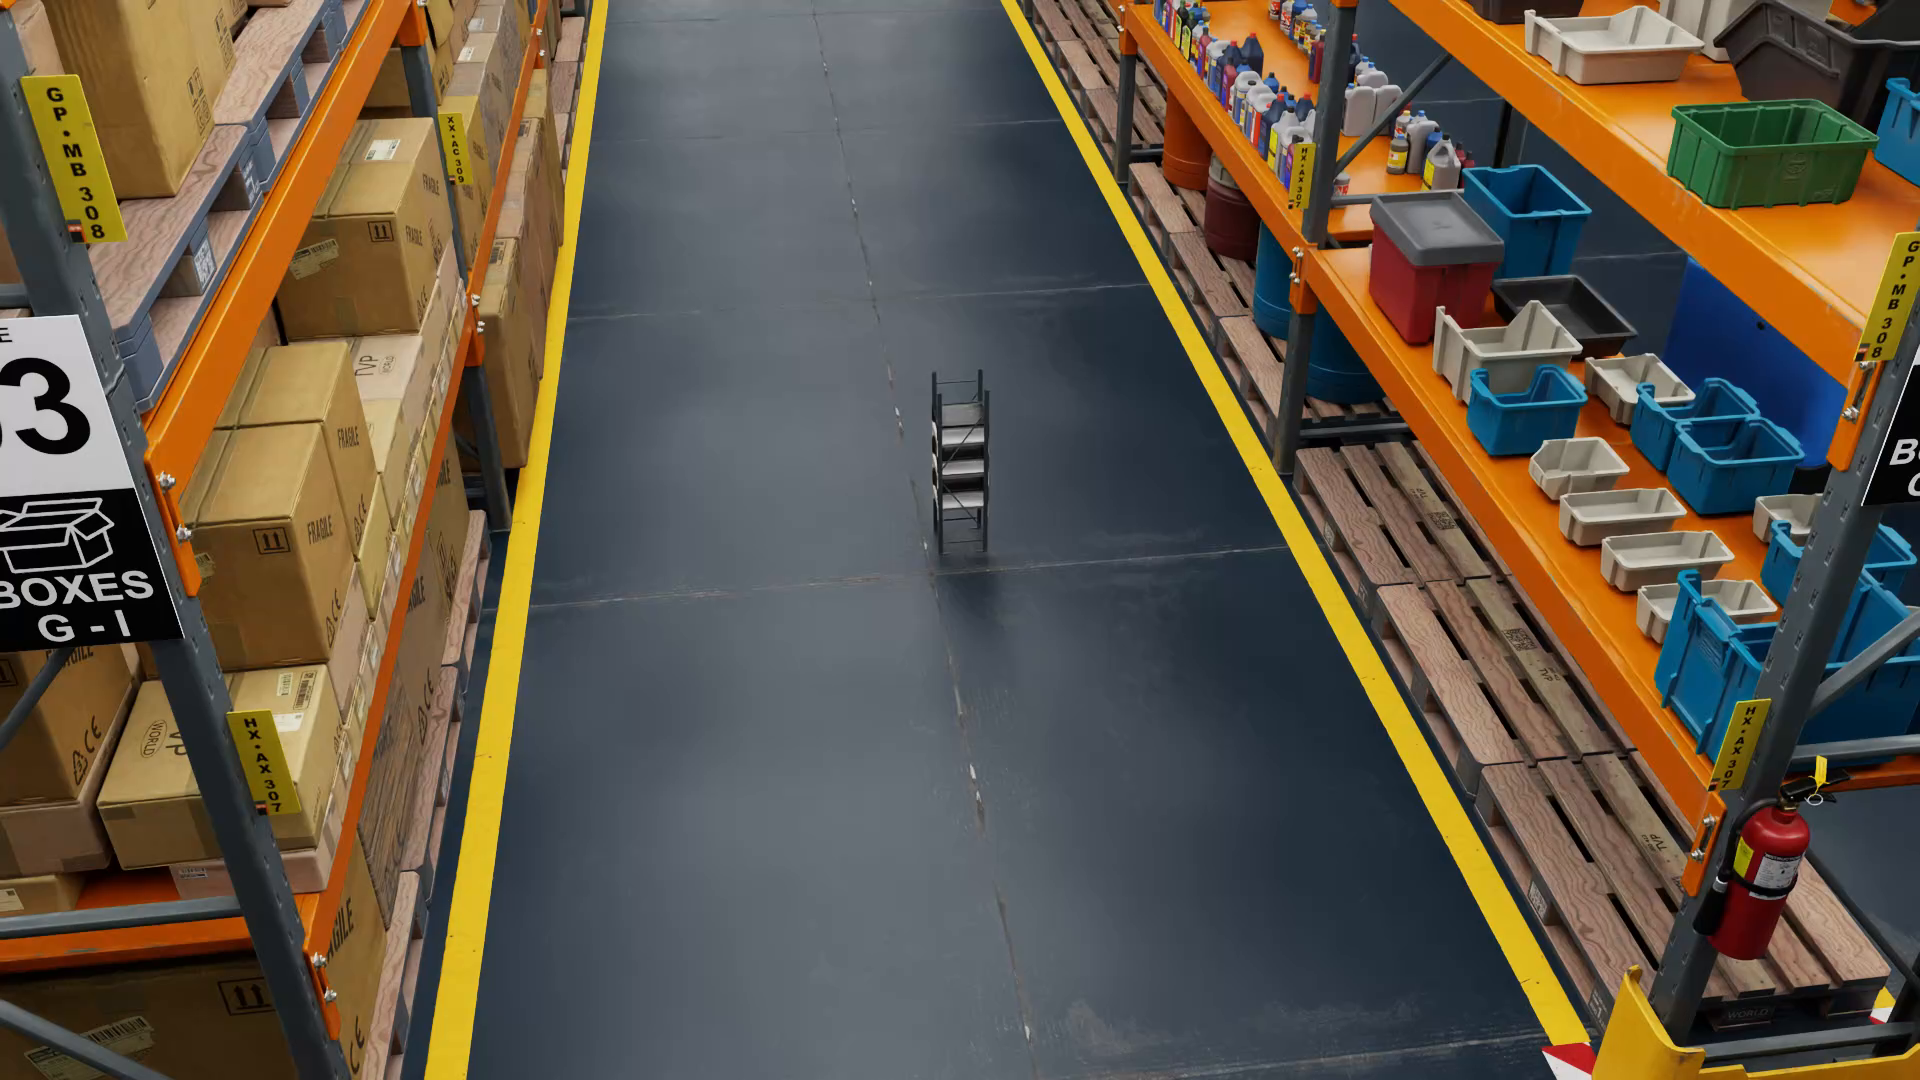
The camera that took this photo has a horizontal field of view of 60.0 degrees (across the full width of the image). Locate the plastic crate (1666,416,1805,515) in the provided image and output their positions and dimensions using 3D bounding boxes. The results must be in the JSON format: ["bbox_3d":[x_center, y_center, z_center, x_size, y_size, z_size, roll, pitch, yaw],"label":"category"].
[{"bbox_3d":[2.815,-0.266,6.072,0.416,0.233,0.300,-4,35,-6],"label":"plastic crate"}]

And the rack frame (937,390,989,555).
[{"bbox_3d":[0.015,-0.311,7.907,0.240,0.900,0.006,-4,35,-6],"label":"rack frame"}]

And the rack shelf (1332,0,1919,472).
[{"bbox_3d":[2.430,-1.471,5.720,1.077,0.370,4.000,-4,35,-6],"label":"rack shelf"}]

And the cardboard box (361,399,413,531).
[{"bbox_3d":[-2.222,-0.248,5.819,0.500,0.250,0.500,-5,35,-7],"label":"cardboard box"}]

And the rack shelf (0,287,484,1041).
[{"bbox_3d":[-2.478,0.143,6.015,1.077,0.370,4.000,-4,35,-6],"label":"rack shelf"}]

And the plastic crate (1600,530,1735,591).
[{"bbox_3d":[2.385,0.067,5.669,0.396,0.136,0.243,-4,35,-6],"label":"plastic crate"}]

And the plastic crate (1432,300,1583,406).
[{"bbox_3d":[2.184,-0.755,6.746,0.437,0.282,0.530,-4,35,-6],"label":"plastic crate"}]

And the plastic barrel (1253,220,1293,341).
[{"bbox_3d":[2.010,-1.651,9.500,0.600,0.901,0.708,-4,35,-6],"label":"plastic barrel"}]

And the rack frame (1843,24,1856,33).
[{"bbox_3d":[6.532,-4.250,11.823,1.000,3.000,0.127,-4,35,-6],"label":"rack frame"}]

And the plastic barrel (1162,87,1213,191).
[{"bbox_3d":[1.706,-2.882,11.370,0.600,0.830,0.708,-4,35,-6],"label":"plastic barrel"}]

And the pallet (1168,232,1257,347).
[{"bbox_3d":[1.931,-1.609,10.423,1.003,0.211,1.213,-4,35,-6],"label":"pallet"}]

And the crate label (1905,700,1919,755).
[{"bbox_3d":[2.992,0.469,4.994,0.416,0.233,0.303,-4,35,-6],"label":"crate label"}]

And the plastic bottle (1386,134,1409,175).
[{"bbox_3d":[2.306,-2.034,8.748,0.097,0.201,0.097,0,34,0],"label":"plastic bottle"}]

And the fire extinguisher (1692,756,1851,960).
[{"bbox_3d":[2.269,0.892,4.678,0.296,0.674,0.183,-4,35,-6],"label":"fire extinguisher"}]

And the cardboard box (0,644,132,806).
[{"bbox_3d":[-2.535,0.339,4.291,0.500,0.500,0.500,-4,34,-6],"label":"cardboard box"}]

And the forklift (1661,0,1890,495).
[{"bbox_3d":[5.270,-1.925,8.472,3.031,2.935,1.130,-16,37,-22],"label":"forklift"}]

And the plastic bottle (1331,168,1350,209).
[{"bbox_3d":[1.909,-1.778,8.372,0.097,0.201,0.097,0,34,0],"label":"plastic bottle"}]

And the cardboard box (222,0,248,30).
[{"bbox_3d":[-2.585,-1.731,4.912,0.700,0.500,0.500,-3,34,-4],"label":"cardboard box"}]

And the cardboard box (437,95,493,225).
[{"bbox_3d":[-2.630,-1.867,8.238,0.500,0.500,0.500,-4,35,-6],"label":"cardboard box"}]

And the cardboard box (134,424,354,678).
[{"bbox_3d":[-2.073,0.024,4.754,0.500,0.500,0.500,-5,35,-8],"label":"cardboard box"}]

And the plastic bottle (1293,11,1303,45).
[{"bbox_3d":[2.168,-3.244,10.523,0.097,0.201,0.097,0,34,0],"label":"plastic bottle"}]

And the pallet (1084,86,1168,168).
[{"bbox_3d":[1.557,-3.160,12.700,1.003,0.211,1.213,-4,35,-6],"label":"pallet"}]

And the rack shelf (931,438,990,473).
[{"bbox_3d":[0.001,-0.414,7.958,0.258,0.077,0.200,-4,35,-6],"label":"rack shelf"}]

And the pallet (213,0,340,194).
[{"bbox_3d":[-2.486,-1.336,4.962,1.003,0.211,1.213,-4,35,-6],"label":"pallet"}]

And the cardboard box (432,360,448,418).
[{"bbox_3d":[-2.277,-0.590,6.676,0.380,0.149,0.250,-4,34,-5],"label":"cardboard box"}]

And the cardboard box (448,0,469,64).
[{"bbox_3d":[-3.021,-2.811,8.732,0.797,0.503,0.637,-3,34,-5],"label":"cardboard box"}]

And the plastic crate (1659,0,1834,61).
[{"bbox_3d":[2.707,-1.864,5.763,0.437,0.282,0.530,-4,35,-6],"label":"plastic crate"}]

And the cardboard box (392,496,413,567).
[{"bbox_3d":[-2.138,-0.015,5.832,0.380,0.149,0.250,-5,35,-8],"label":"cardboard box"}]

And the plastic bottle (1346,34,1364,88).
[{"bbox_3d":[2.277,-2.756,9.674,0.144,0.351,0.185,-4,35,-6],"label":"plastic bottle"}]

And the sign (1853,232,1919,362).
[{"bbox_3d":[2.156,-0.558,3.835,0.100,0.325,0.005,-4,35,-6],"label":"sign"}]

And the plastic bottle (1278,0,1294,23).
[{"bbox_3d":[2.131,-3.507,10.836,0.061,0.283,0.133,-4,35,-6],"label":"plastic bottle"}]

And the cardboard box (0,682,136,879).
[{"bbox_3d":[-2.537,0.651,4.500,0.500,0.250,0.500,-5,35,-7],"label":"cardboard box"}]

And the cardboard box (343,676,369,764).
[{"bbox_3d":[-2.000,0.557,4.992,0.380,0.149,0.250,-5,35,-8],"label":"cardboard box"}]

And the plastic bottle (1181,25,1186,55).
[{"bbox_3d":[1.430,-3.130,10.355,0.097,0.201,0.097,0,34,0],"label":"plastic bottle"}]

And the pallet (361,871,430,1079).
[{"bbox_3d":[-2.394,1.674,5.606,1.003,0.211,1.213,-4,35,-6],"label":"pallet"}]

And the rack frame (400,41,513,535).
[{"bbox_3d":[-2.747,-1.270,7.450,1.000,3.000,0.127,-4,35,-6],"label":"rack frame"}]

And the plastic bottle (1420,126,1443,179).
[{"bbox_3d":[2.470,-2.020,8.666,0.097,0.271,0.097,0,34,0],"label":"plastic bottle"}]

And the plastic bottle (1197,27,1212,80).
[{"bbox_3d":[1.471,-2.915,9.967,0.061,0.283,0.133,-4,35,-6],"label":"plastic bottle"}]

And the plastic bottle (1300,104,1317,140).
[{"bbox_3d":[1.856,-2.124,8.746,0.144,0.351,0.185,-4,35,-6],"label":"plastic bottle"}]

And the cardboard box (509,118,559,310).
[{"bbox_3d":[-3.100,-1.913,9.907,1.225,0.875,0.875,-4,35,-6],"label":"cardboard box"}]

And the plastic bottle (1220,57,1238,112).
[{"bbox_3d":[1.545,-2.608,9.516,0.061,0.283,0.133,-4,35,-6],"label":"plastic bottle"}]

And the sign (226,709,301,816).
[{"bbox_3d":[-1.658,0.533,3.965,0.100,0.325,0.005,-4,35,-6],"label":"sign"}]

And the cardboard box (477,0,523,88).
[{"bbox_3d":[-2.912,-3.008,9.912,0.500,0.500,0.500,-5,35,-7],"label":"cardboard box"}]

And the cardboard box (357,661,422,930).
[{"bbox_3d":[-2.497,0.808,5.915,0.875,0.875,0.875,-4,35,-6],"label":"cardboard box"}]

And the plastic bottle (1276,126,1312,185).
[{"bbox_3d":[1.739,-1.993,8.621,0.152,0.276,0.135,-4,35,-6],"label":"plastic bottle"}]

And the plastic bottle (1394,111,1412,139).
[{"bbox_3d":[2.413,-2.230,9.035,0.097,0.201,0.097,0,34,0],"label":"plastic bottle"}]

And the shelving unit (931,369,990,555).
[{"bbox_3d":[0.001,-0.367,7.990,0.258,0.900,0.210,-4,35,-6],"label":"shelving unit"}]

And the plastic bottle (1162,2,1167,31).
[{"bbox_3d":[1.363,-3.408,10.764,0.097,0.201,0.097,0,34,0],"label":"plastic bottle"}]

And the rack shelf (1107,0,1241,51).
[{"bbox_3d":[1.354,-4.696,13.116,1.077,0.370,4.000,-4,35,-6],"label":"rack shelf"}]

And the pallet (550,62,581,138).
[{"bbox_3d":[-3.549,-3.465,13.147,1.003,0.211,1.213,-4,35,-6],"label":"pallet"}]

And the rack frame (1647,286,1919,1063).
[{"bbox_3d":[2.699,0.587,4.725,1.000,3.000,0.127,-4,35,-6],"label":"rack frame"}]

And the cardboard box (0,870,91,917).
[{"bbox_3d":[-2.583,0.892,4.500,0.380,0.149,0.250,-4,34,-5],"label":"cardboard box"}]

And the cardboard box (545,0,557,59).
[{"bbox_3d":[-3.716,-4.271,13.683,0.700,0.500,0.500,-5,35,-7],"label":"cardboard box"}]

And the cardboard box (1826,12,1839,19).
[{"bbox_3d":[6.674,-4.126,13.212,0.500,0.311,0.500,-5,35,-8],"label":"cardboard box"}]

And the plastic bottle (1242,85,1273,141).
[{"bbox_3d":[1.653,-2.350,9.144,0.152,0.276,0.135,-4,35,-6],"label":"plastic bottle"}]

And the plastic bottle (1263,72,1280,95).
[{"bbox_3d":[1.743,-2.497,9.365,0.097,0.271,0.097,0,34,0],"label":"plastic bottle"}]

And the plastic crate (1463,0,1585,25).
[{"bbox_3d":[2.056,-2.117,6.145,0.497,0.269,0.590,-4,35,-6],"label":"plastic crate"}]

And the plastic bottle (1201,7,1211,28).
[{"bbox_3d":[1.544,-3.291,10.592,0.097,0.201,0.097,0,34,0],"label":"plastic bottle"}]
